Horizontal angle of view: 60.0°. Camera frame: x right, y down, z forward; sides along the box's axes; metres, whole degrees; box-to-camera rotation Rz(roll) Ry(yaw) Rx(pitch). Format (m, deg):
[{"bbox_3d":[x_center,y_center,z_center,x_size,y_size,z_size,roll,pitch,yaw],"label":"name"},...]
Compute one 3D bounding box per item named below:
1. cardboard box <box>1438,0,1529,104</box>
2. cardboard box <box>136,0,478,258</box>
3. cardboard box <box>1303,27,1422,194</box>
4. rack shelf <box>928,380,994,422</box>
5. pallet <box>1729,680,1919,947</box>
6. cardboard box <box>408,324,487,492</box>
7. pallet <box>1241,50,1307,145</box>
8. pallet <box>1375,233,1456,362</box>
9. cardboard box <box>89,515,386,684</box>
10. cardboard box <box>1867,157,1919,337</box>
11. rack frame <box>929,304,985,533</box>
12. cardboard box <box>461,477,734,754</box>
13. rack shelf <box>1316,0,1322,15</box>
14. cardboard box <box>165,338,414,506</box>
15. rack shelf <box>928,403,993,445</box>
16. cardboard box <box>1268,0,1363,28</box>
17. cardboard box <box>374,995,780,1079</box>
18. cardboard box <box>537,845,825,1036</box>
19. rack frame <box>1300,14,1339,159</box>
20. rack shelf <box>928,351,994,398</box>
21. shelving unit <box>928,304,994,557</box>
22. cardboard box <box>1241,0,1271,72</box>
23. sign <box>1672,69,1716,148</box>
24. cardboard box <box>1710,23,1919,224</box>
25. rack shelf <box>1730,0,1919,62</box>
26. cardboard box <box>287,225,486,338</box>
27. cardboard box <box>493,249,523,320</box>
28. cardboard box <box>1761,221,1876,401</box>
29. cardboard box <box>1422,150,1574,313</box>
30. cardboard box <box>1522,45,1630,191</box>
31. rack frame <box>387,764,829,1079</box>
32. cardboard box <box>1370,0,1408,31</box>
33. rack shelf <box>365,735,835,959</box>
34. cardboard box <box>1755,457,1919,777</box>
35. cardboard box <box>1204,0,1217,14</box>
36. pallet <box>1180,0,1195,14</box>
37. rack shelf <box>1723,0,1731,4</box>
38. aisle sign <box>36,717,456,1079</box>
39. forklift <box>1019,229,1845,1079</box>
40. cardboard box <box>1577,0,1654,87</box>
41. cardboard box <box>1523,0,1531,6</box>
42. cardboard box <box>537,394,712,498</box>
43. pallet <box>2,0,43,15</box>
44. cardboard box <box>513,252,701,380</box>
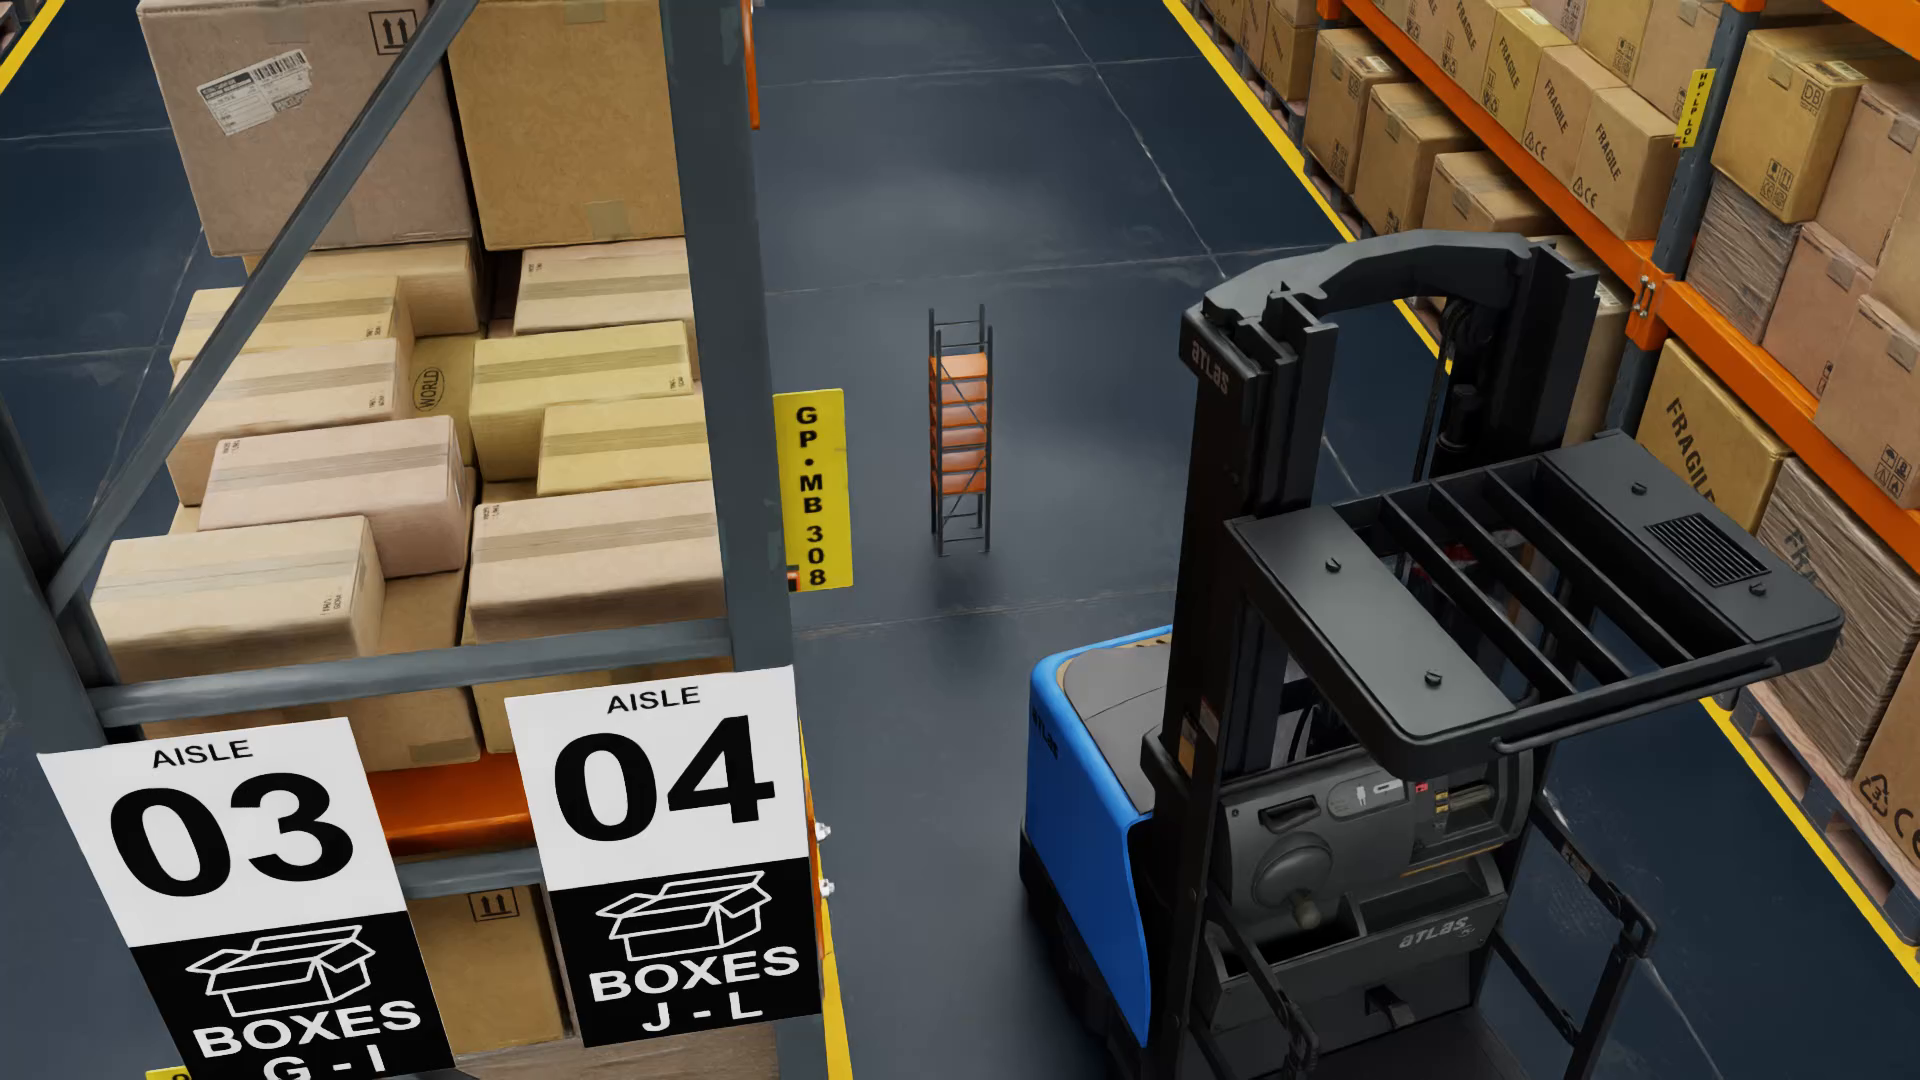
[{"bbox_3d":[2.843,-2.603,8.574,0.500,0.500,0.500,-7,38,-8],"label":"cardboard box"},{"bbox_3d":[-1.254,-0.920,3.313,0.500,0.500,0.500,-6,38,-8],"label":"cardboard box"},{"bbox_3d":[2.783,-2.676,10.241,1.050,0.750,0.750,-7,38,-9],"label":"cardboard box"},{"bbox_3d":[0.003,-0.620,7.251,0.258,0.103,0.180,-6,38,-8],"label":"rack shelf"},{"bbox_3d":[3.740,0.947,6.359,1.003,0.211,1.213,-6,38,-8],"label":"pallet"},{"bbox_3d":[-1.158,-0.162,3.191,0.500,0.250,0.500,-6,38,-8],"label":"cardboard box"},{"bbox_3d":[2.629,-3.147,11.629,1.003,0.211,1.213,-6,38,-8],"label":"pallet"},{"bbox_3d":[3.040,-1.456,9.452,1.003,0.211,1.213,-6,38,-8],"label":"pallet"},{"bbox_3d":[-1.089,0.111,2.514,0.380,0.149,0.250,-6,38,-8],"label":"cardboard box"},{"bbox_3d":[3.667,-0.959,5.537,0.875,0.550,0.550,-6,38,-8],"label":"cardboard box"},{"bbox_3d":[-0.013,-0.520,7.442,0.240,1.200,0.006,-6,38,-8],"label":"rack frame"},{"bbox_3d":[-0.563,0.084,2.874,0.500,0.250,0.500,-5,38,-7],"label":"cardboard box"},{"bbox_3d":[2.414,-4.700,11.942,1.077,0.370,4.000,-6,38,-8],"label":"rack shelf"},{"bbox_3d":[-1.175,-0.212,2.930,0.380,0.149,0.250,-8,39,-10],"label":"cardboard box"},{"bbox_3d":[0.003,-0.525,7.324,0.258,0.103,0.180,-6,38,-8],"label":"rack shelf"},{"bbox_3d":[2.387,-3.636,11.069,0.500,0.250,0.500,-7,38,-9],"label":"cardboard box"},{"bbox_3d":[-0.803,1.036,3.648,0.875,0.500,0.500,-6,38,-8],"label":"cardboard box"},{"bbox_3d":[-0.561,0.615,3.375,0.500,0.500,0.500,-6,38,-8],"label":"cardboard box"},{"bbox_3d":[2.765,-3.776,10.166,1.000,3.000,0.127,-6,38,-8],"label":"rack frame"},{"bbox_3d":[0.003,-0.714,7.177,0.258,0.103,0.180,-6,38,-8],"label":"rack shelf"},{"bbox_3d":[0.003,-0.465,7.371,0.258,1.200,0.189,-6,38,-8],"label":"shelving unit"},{"bbox_3d":[2.305,-3.638,11.684,0.500,0.500,0.500,-5,38,-6],"label":"cardboard box"},{"bbox_3d":[2.934,-1.722,6.642,0.100,0.325,0.005,-6,38,-8],"label":"sign"},{"bbox_3d":[3.497,-1.619,6.387,0.875,0.550,0.550,-6,38,-8],"label":"cardboard box"},{"bbox_3d":[3.817,-1.053,4.802,1.077,0.370,4.000,-6,38,-8],"label":"rack shelf"},{"bbox_3d":[-1.163,-0.524,3.332,0.380,0.149,0.250,-6,38,-7],"label":"cardboard box"},{"bbox_3d":[-0.743,-0.527,3.660,0.500,0.250,0.500,-6,38,-8],"label":"cardboard box"},{"bbox_3d":[3.661,-0.868,6.300,0.875,0.550,0.550,-6,38,-8],"label":"cardboard box"},{"bbox_3d":[3.104,-1.586,8.838,1.050,0.750,0.750,-6,38,-8],"label":"cardboard box"},{"bbox_3d":[3.023,-1.991,7.787,0.500,0.500,0.500,-7,38,-8],"label":"cardboard box"},{"bbox_3d":[-0.733,1.528,3.338,1.000,3.000,0.127,-6,38,-8],"label":"rack frame"},{"bbox_3d":[2.670,-3.209,9.354,0.500,0.500,0.500,-7,38,-8],"label":"cardboard box"},{"bbox_3d":[-1.084,-0.580,4.193,1.077,0.370,4.000,-6,38,-8],"label":"rack shelf"},{"bbox_3d":[3.669,0.244,6.380,0.875,0.875,0.875,-6,38,-8],"label":"cardboard box"},{"bbox_3d":[2.132,-4.262,12.486,0.500,0.500,0.500,-6,38,-7],"label":"cardboard box"},{"bbox_3d":[2.202,-4.621,13.526,1.003,0.211,1.213,-6,38,-8],"label":"pallet"},{"bbox_3d":[3.116,-3.469,7.911,1.077,0.370,4.000,-6,38,-8],"label":"rack shelf"},{"bbox_3d":[-1.018,0.571,2.451,0.394,0.787,0.004,-6,38,-8],"label":"aisle sign"},{"bbox_3d":[1.206,0.828,4.295,1.130,2.935,3.031,-13,40,-16],"label":"forklift"},{"bbox_3d":[3.281,-2.404,7.503,0.700,0.500,0.500,-7,38,-9],"label":"cardboard box"},{"bbox_3d":[3.106,-3.015,8.289,0.700,0.500,0.500,-7,38,-8],"label":"cardboard box"},{"bbox_3d":[-0.504,-0.113,2.803,0.380,0.149,0.250,-5,38,-7],"label":"cardboard box"},{"bbox_3d":[-7.880,-4.526,13.404,1.003,0.211,1.213,-6,38,-8],"label":"pallet"},{"bbox_3d":[-0.647,-0.424,3.204,0.380,0.149,0.250,-5,38,-6],"label":"cardboard box"}]
